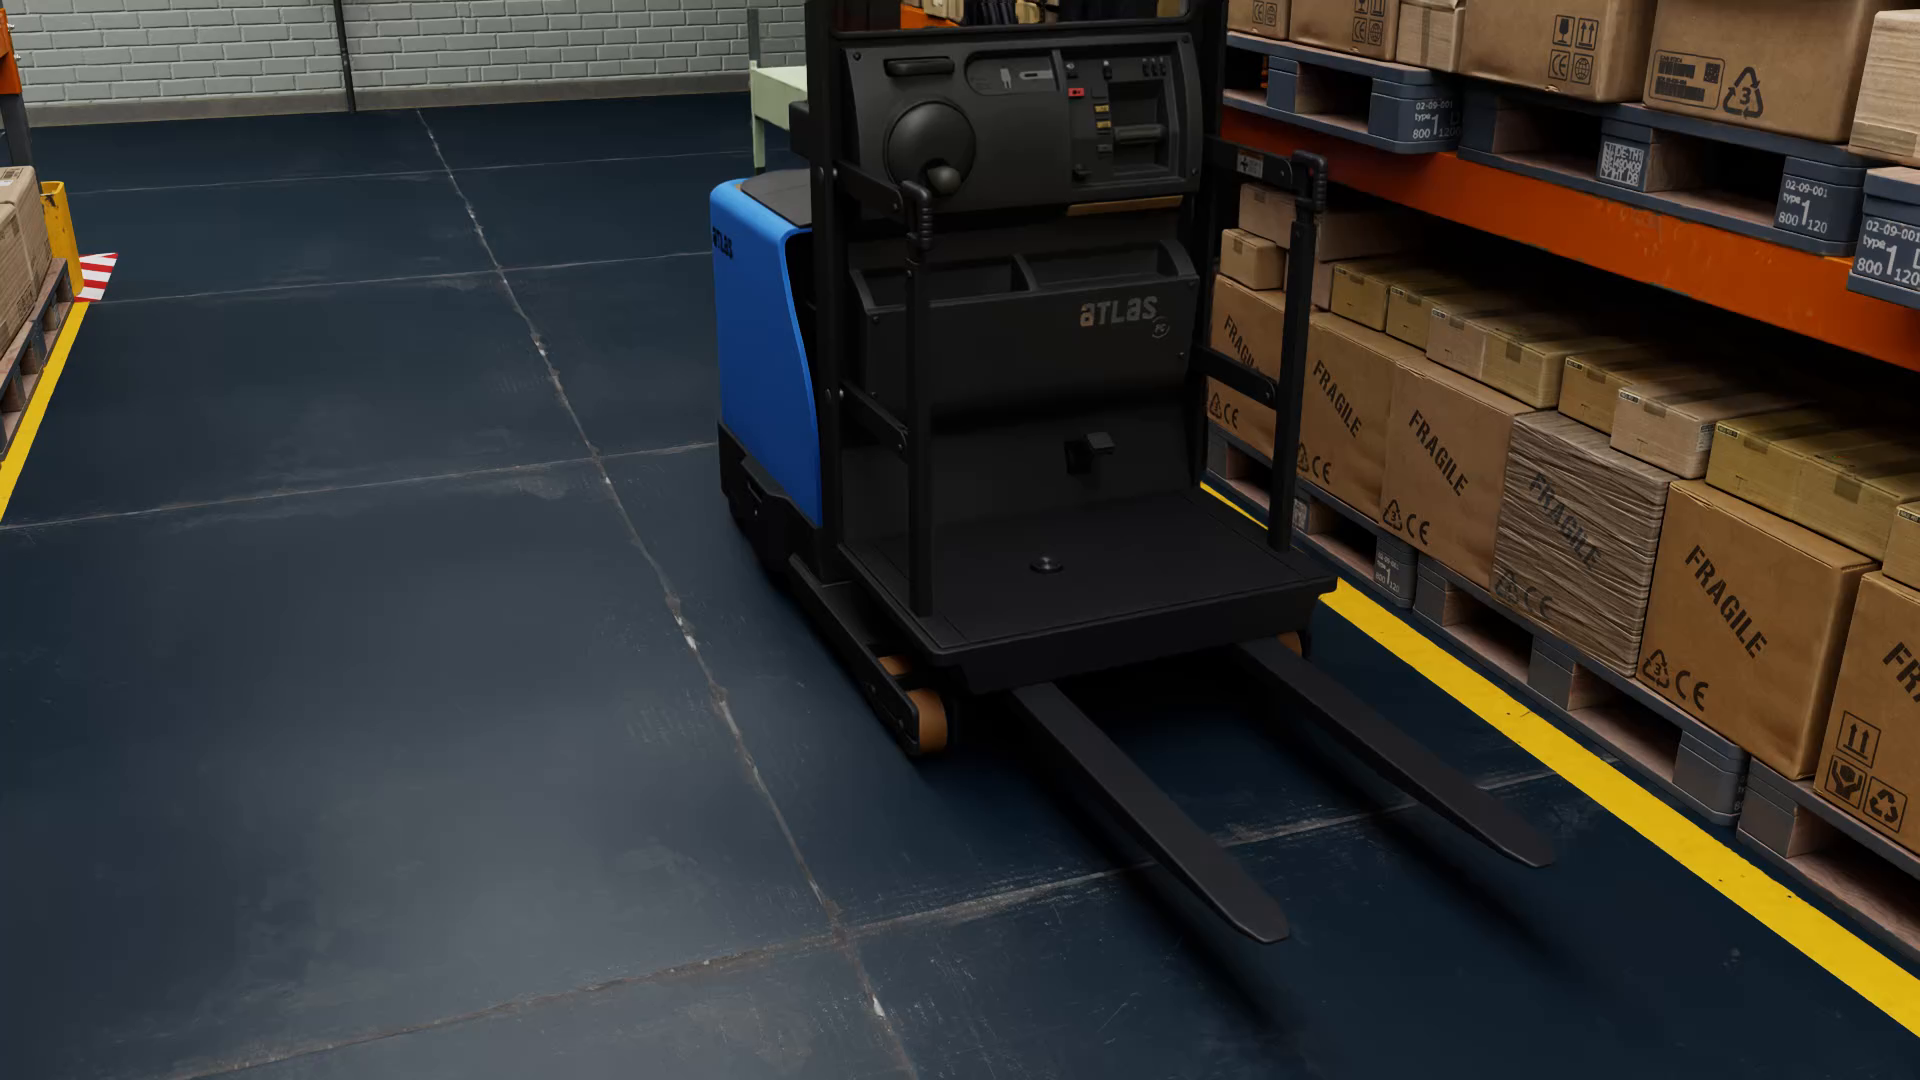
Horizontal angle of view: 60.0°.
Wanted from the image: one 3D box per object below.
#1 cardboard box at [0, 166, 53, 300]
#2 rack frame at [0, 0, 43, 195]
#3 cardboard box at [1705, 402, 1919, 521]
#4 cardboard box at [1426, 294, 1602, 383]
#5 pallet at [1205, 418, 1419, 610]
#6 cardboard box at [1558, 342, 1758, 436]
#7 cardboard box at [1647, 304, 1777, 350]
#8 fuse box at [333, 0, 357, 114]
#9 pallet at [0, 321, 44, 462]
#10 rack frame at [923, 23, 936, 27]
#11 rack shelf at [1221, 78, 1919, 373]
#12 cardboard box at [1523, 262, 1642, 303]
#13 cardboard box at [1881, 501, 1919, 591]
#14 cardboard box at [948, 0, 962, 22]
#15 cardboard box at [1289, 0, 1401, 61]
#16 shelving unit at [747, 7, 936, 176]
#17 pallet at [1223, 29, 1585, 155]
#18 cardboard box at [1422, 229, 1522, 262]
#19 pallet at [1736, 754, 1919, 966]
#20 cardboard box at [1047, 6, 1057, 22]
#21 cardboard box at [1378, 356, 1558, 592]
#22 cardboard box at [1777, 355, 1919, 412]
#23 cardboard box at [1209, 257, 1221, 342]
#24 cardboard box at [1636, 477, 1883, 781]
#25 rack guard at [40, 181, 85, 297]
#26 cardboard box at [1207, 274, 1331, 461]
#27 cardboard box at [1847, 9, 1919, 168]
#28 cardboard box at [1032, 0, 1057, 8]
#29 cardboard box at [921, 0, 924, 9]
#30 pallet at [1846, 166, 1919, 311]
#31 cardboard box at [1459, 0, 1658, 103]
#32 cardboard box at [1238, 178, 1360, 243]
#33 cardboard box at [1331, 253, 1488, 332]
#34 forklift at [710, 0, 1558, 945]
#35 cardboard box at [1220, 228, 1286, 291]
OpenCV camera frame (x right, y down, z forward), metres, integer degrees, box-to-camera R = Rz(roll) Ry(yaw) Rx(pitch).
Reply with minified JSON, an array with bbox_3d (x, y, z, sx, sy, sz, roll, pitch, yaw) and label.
[{"bbox_3d":[-4.529,-1.314,7.263,0.875,0.438,0.875,-9,25,-21],"label":"cardboard box"},{"bbox_3d":[-4.856,-2.527,7.384,1.000,3.000,0.127,-8,24,-19],"label":"rack frame"},{"bbox_3d":[1.885,-0.177,3.651,0.380,0.149,0.250,-9,24,-20],"label":"cardboard box"},{"bbox_3d":[1.512,-0.554,4.546,0.380,0.149,0.250,-8,24,-19],"label":"cardboard box"},{"bbox_3d":[1.522,-0.181,5.407,1.003,0.211,1.213,-8,24,-19],"label":"pallet"},{"bbox_3d":[1.720,-0.370,4.108,0.380,0.149,0.250,-8,24,-19],"label":"cardboard box"},{"bbox_3d":[2.097,-0.538,4.507,0.380,0.149,0.250,-8,24,-18],"label":"cardboard box"},{"bbox_3d":[-4.853,-4.214,13.045,0.539,1.711,0.414,-8,24,-19],"label":"fuse box"},{"bbox_3d":[-4.073,-0.520,6.211,1.003,0.211,1.213,-8,24,-19],"label":"pallet"},{"bbox_3d":[-0.265,-0.920,5.501,0.400,1.500,0.023,-9,25,-21],"label":"rack frame"},{"bbox_3d":[1.906,-0.698,3.970,1.077,0.370,4.000,-8,24,-19],"label":"rack shelf"},{"bbox_3d":[1.907,-0.731,4.965,0.380,0.149,0.250,-10,25,-22],"label":"cardboard box"},{"bbox_3d":[2.024,0.015,3.194,0.380,0.149,0.250,-9,25,-21],"label":"cardboard box"},{"bbox_3d":[0.167,-2.369,7.332,0.380,0.149,0.250,-8,24,-18],"label":"cardboard box"},{"bbox_3d":[1.344,-1.601,4.517,0.700,0.500,0.500,-8,24,-18],"label":"cardboard box"},{"bbox_3d":[-0.408,-1.051,5.812,0.431,1.500,0.755,-9,25,-21],"label":"shelving unit"},{"bbox_3d":[1.380,-1.362,4.867,1.003,0.211,1.213,-8,24,-19],"label":"pallet"},{"bbox_3d":[1.697,-0.908,5.384,0.380,0.149,0.250,-8,24,-19],"label":"cardboard box"},{"bbox_3d":[2.384,0.706,3.304,1.003,0.211,1.213,-8,24,-19],"label":"pallet"},{"bbox_3d":[0.557,-2.003,6.464,0.380,0.149,0.250,-8,24,-18],"label":"cardboard box"},{"bbox_3d":[1.530,-0.217,4.580,0.500,0.500,0.500,-9,25,-21],"label":"cardboard box"},{"bbox_3d":[2.213,-0.338,4.032,0.380,0.149,0.250,-8,24,-19],"label":"cardboard box"},{"bbox_3d":[1.187,-0.983,6.641,0.500,0.311,0.500,-7,24,-17],"label":"cardboard box"},{"bbox_3d":[1.908,0.158,3.690,0.500,0.500,0.500,-7,24,-17],"label":"cardboard box"},{"bbox_3d":[-4.864,-1.384,7.890,1.175,0.500,0.348,-8,24,-19],"label":"rack guard"},{"bbox_3d":[1.160,-0.591,5.468,0.500,0.500,0.500,-7,24,-17],"label":"cardboard box"},{"bbox_3d":[1.937,-0.766,2.858,0.500,0.250,0.500,-10,25,-21],"label":"cardboard box"},{"bbox_3d":[0.601,-2.156,6.312,0.500,0.250,0.500,-8,24,-19],"label":"cardboard box"},{"bbox_3d":[0.036,-2.564,7.794,0.380,0.149,0.250,-8,24,-18],"label":"cardboard box"},{"bbox_3d":[2.308,-0.451,2.705,1.213,0.211,1.003,-8,24,-19],"label":"pallet"},{"bbox_3d":[1.622,-1.316,3.840,0.700,0.500,0.500,-8,24,-19],"label":"cardboard box"},{"bbox_3d":[1.134,-1.075,5.398,0.380,0.149,0.250,-9,24,-20],"label":"cardboard box"},{"bbox_3d":[1.349,-0.748,5.005,0.380,0.149,0.250,-10,25,-22],"label":"cardboard box"},{"bbox_3d":[0.258,-1.017,3.889,1.130,2.935,3.031,-9,25,-21],"label":"forklift"},{"bbox_3d":[1.078,-0.930,5.436,0.380,0.149,0.250,-7,24,-16],"label":"cardboard box"}]
